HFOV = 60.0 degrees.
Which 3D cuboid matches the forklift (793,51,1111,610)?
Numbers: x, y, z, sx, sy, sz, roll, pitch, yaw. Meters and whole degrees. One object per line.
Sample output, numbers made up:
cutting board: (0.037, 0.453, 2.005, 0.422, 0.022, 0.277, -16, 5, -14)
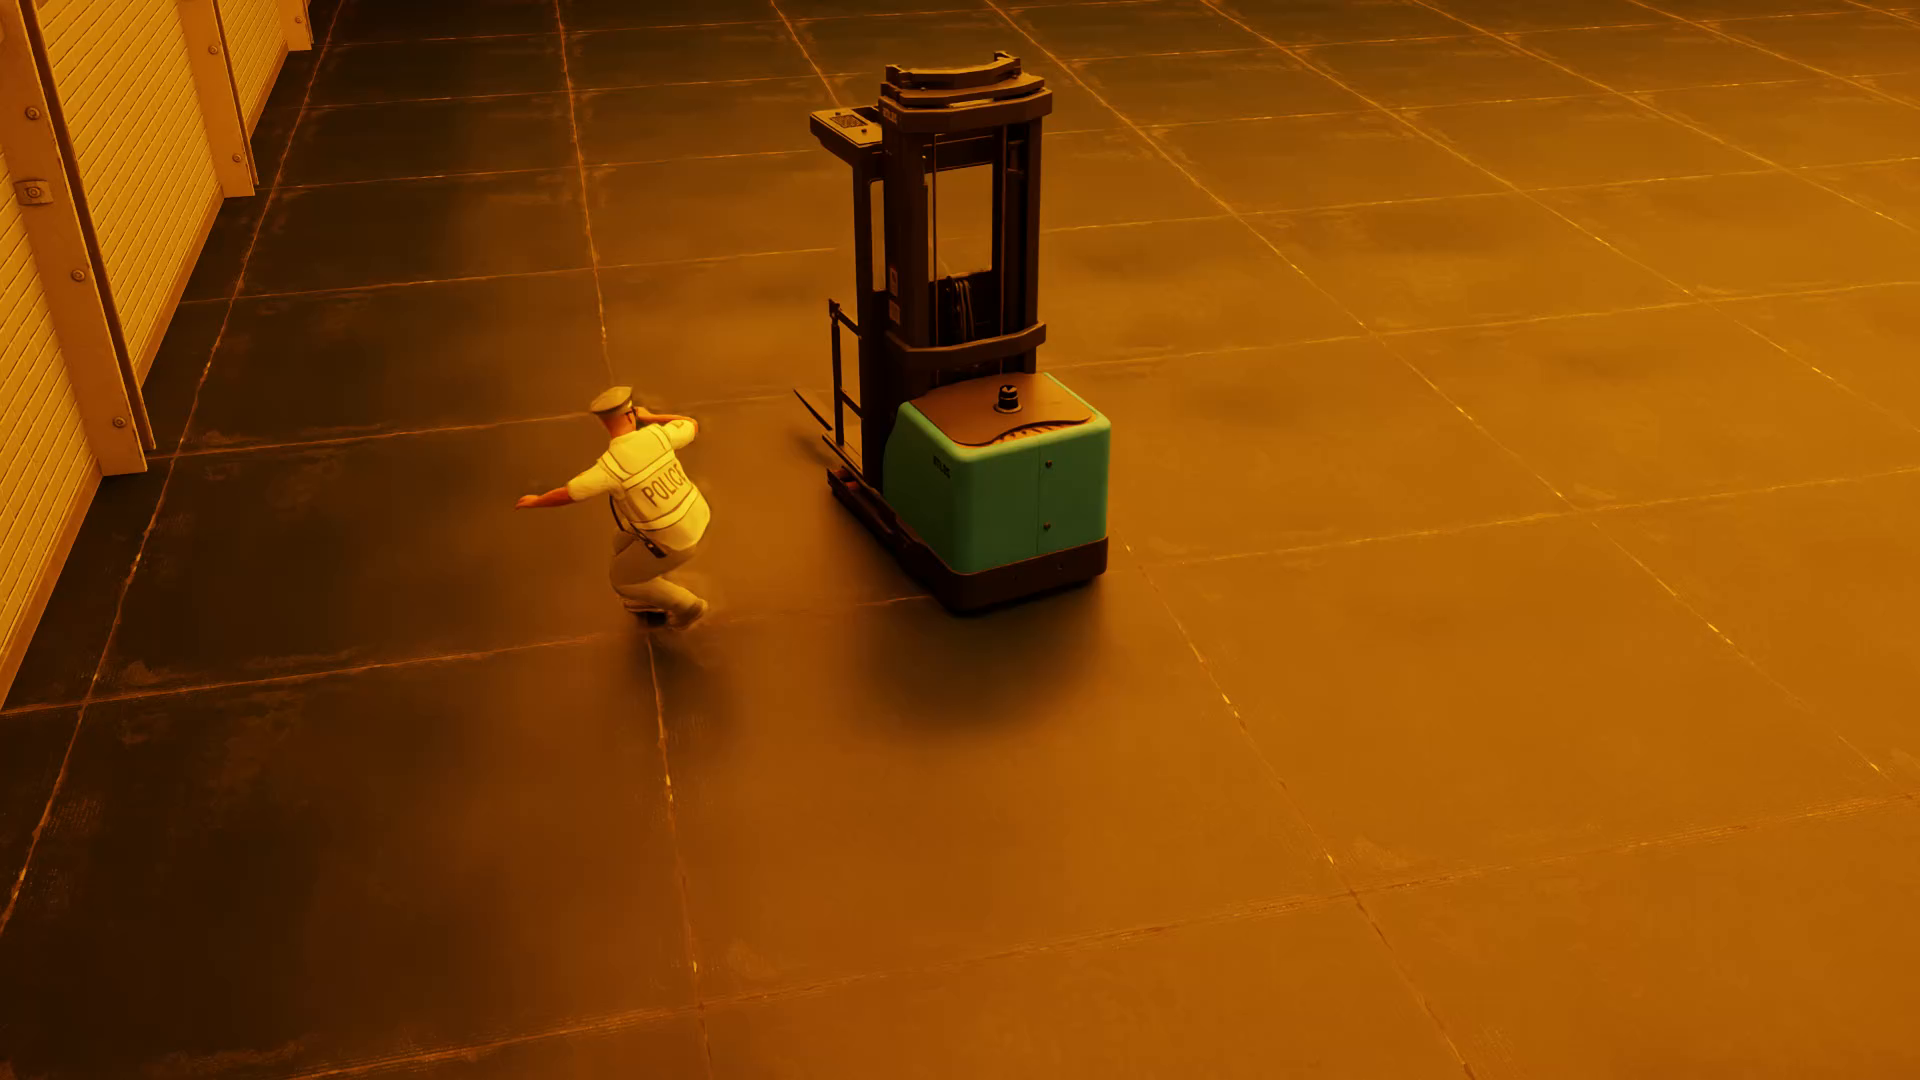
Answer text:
forklift: (-0.222, -1.577, 10.299, 1.130, 2.935, 3.031, -14, 33, -23)
